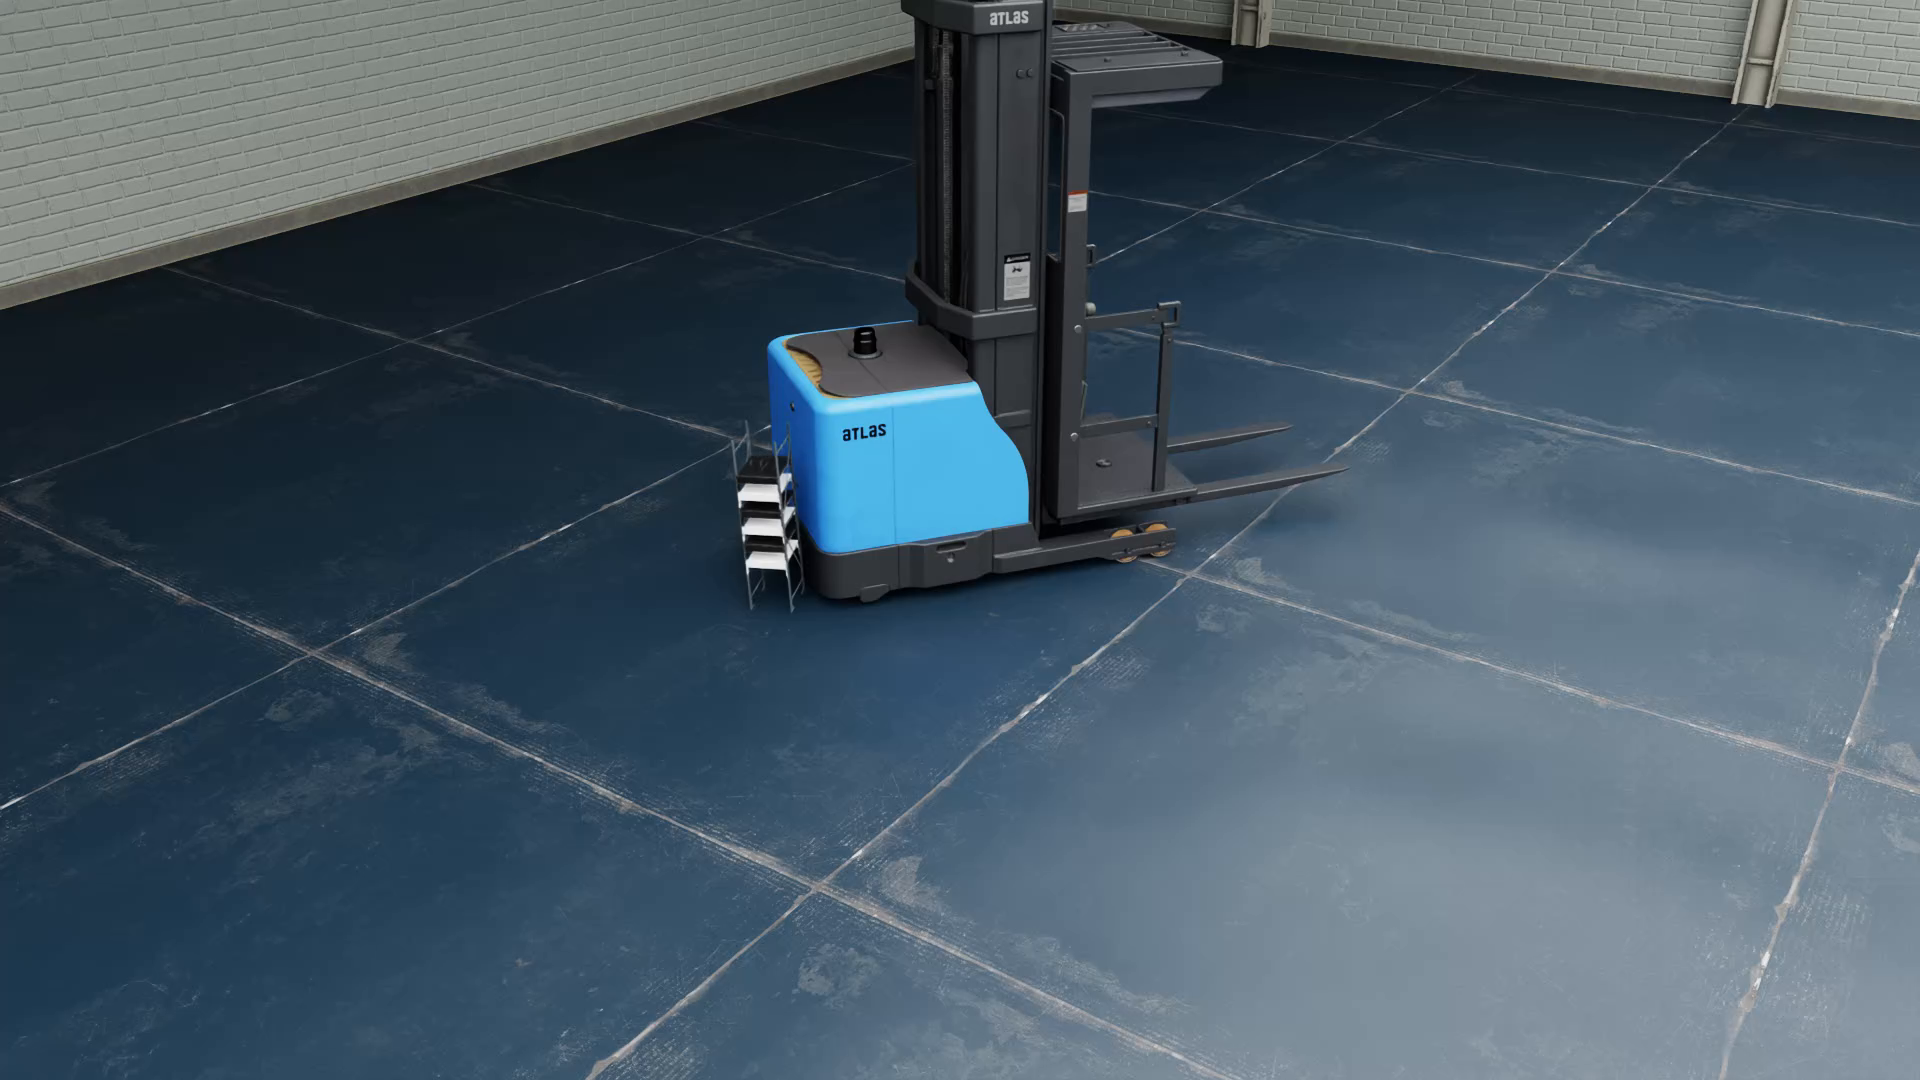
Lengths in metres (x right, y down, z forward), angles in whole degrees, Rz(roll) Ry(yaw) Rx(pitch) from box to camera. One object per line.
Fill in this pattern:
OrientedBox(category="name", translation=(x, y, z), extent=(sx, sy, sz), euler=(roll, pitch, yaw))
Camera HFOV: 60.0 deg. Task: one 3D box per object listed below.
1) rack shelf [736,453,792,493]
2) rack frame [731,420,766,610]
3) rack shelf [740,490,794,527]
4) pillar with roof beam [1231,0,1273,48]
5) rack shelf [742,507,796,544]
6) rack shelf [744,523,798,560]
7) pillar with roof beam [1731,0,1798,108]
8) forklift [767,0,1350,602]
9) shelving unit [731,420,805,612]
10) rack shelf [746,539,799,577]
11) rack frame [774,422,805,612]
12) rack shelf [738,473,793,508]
OrientedBox(category="rack shelf", translation=(-0.922, -0.317, 7.845), extent=(0.200, 0.077, 0.258), euler=(3, 28, 10))
OrientedBox(category="rack frame", translation=(-1.012, -0.113, 7.974), extent=(0.006, 0.900, 0.240), euler=(3, 28, 10))
OrientedBox(category="rack shelf", translation=(-0.914, -0.158, 7.929), extent=(0.200, 0.077, 0.258), euler=(3, 28, 10))
OrientedBox(category="pillar with roof beam", translation=(1.246, -8.694, 15.911), extent=(0.400, 9.000, 9.100), euler=(17, 32, 30))
OrientedBox(category="rack shelf", translation=(-0.911, -0.079, 7.971), extent=(0.200, 0.077, 0.258), euler=(3, 28, 10))
OrientedBox(category="rack shelf", translation=(-0.907, 0.000, 8.014), extent=(0.200, 0.077, 0.258), euler=(3, 28, 10))
OrientedBox(category="pillar with roof beam", translation=(6.191, -7.153, 12.884), extent=(0.400, 9.000, 9.100), euler=(17, 32, 30))
OrientedBox(category="forklift", translation=(0.586, -1.404, 8.278), extent=(3.031, 2.935, 1.130), euler=(-10, 28, -18))
OrientedBox(category="shelving unit", translation=(-0.912, -0.108, 7.956), extent=(0.210, 0.900, 0.258), euler=(3, 28, 10))
OrientedBox(category="rack shelf", translation=(-0.903, 0.080, 8.056), extent=(0.200, 0.077, 0.258), euler=(3, 28, 10))
OrientedBox(category="rack frame", translation=(-0.812, -0.103, 7.938), extent=(0.006, 0.900, 0.240), euler=(3, 28, 10))
OrientedBox(category="rack shelf", translation=(-0.918, -0.238, 7.887), extent=(0.200, 0.077, 0.258), euler=(3, 28, 10))
